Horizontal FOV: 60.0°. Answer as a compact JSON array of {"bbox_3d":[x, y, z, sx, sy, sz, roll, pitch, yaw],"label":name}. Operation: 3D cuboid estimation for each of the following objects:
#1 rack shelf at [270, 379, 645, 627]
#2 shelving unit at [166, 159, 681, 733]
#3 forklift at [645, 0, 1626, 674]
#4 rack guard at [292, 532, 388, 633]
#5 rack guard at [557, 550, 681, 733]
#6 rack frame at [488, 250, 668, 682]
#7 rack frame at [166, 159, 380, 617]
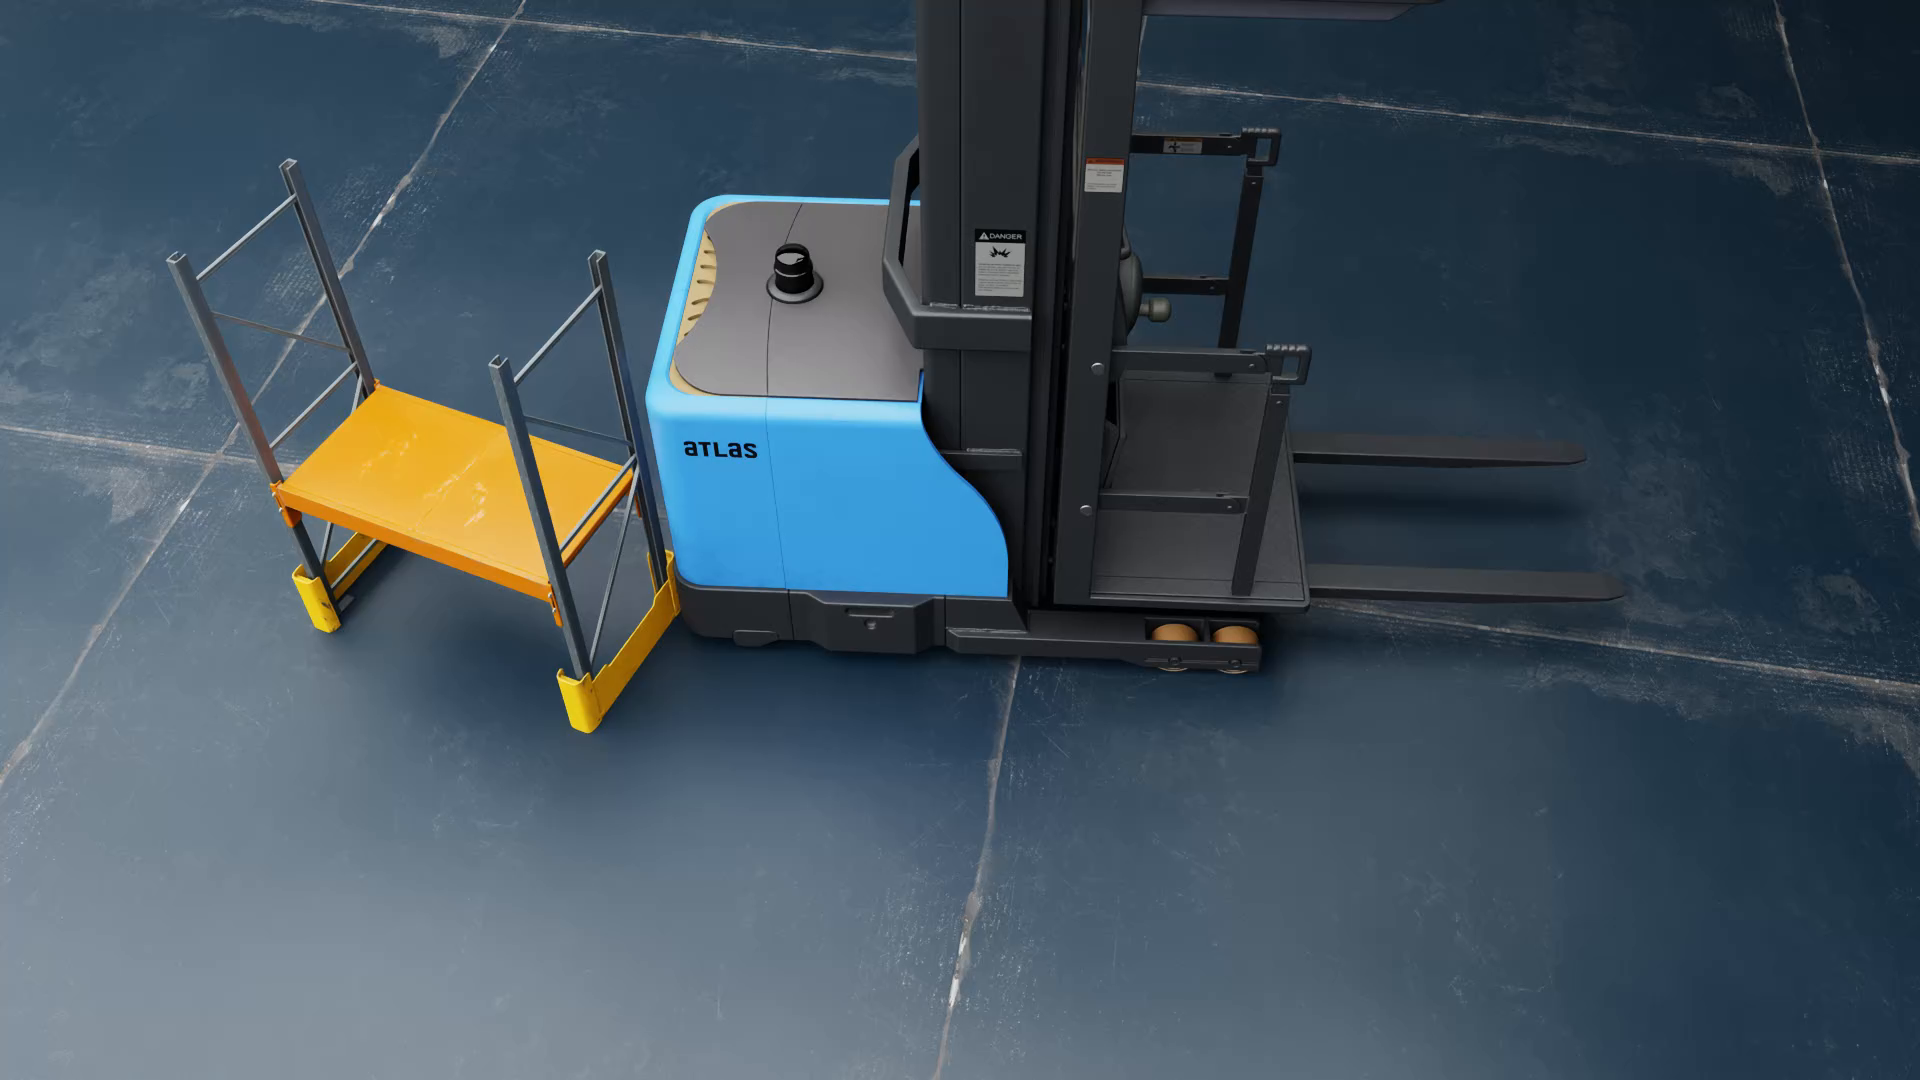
[{"bbox_3d":[-1.521,-0.130,5.101,1.000,0.185,0.538,18,51,16],"label":"rack shelf"},{"bbox_3d":[-1.529,-0.253,4.969,1.083,1.500,0.587,18,51,16],"label":"shelving unit"},{"bbox_3d":[0.625,-0.957,4.640,3.031,2.935,1.130,2,48,2],"label":"forklift"},{"bbox_3d":[-1.985,0.015,5.569,0.087,0.250,0.587,18,51,16],"label":"rack guard"},{"bbox_3d":[-1.074,0.314,5.300,0.087,0.250,0.587,18,51,16],"label":"rack guard"},{"bbox_3d":[-1.056,-0.098,4.830,0.032,1.500,0.500,18,51,16],"label":"rack frame"},{"bbox_3d":[-1.986,-0.403,5.104,0.032,1.500,0.500,18,51,16],"label":"rack frame"}]
